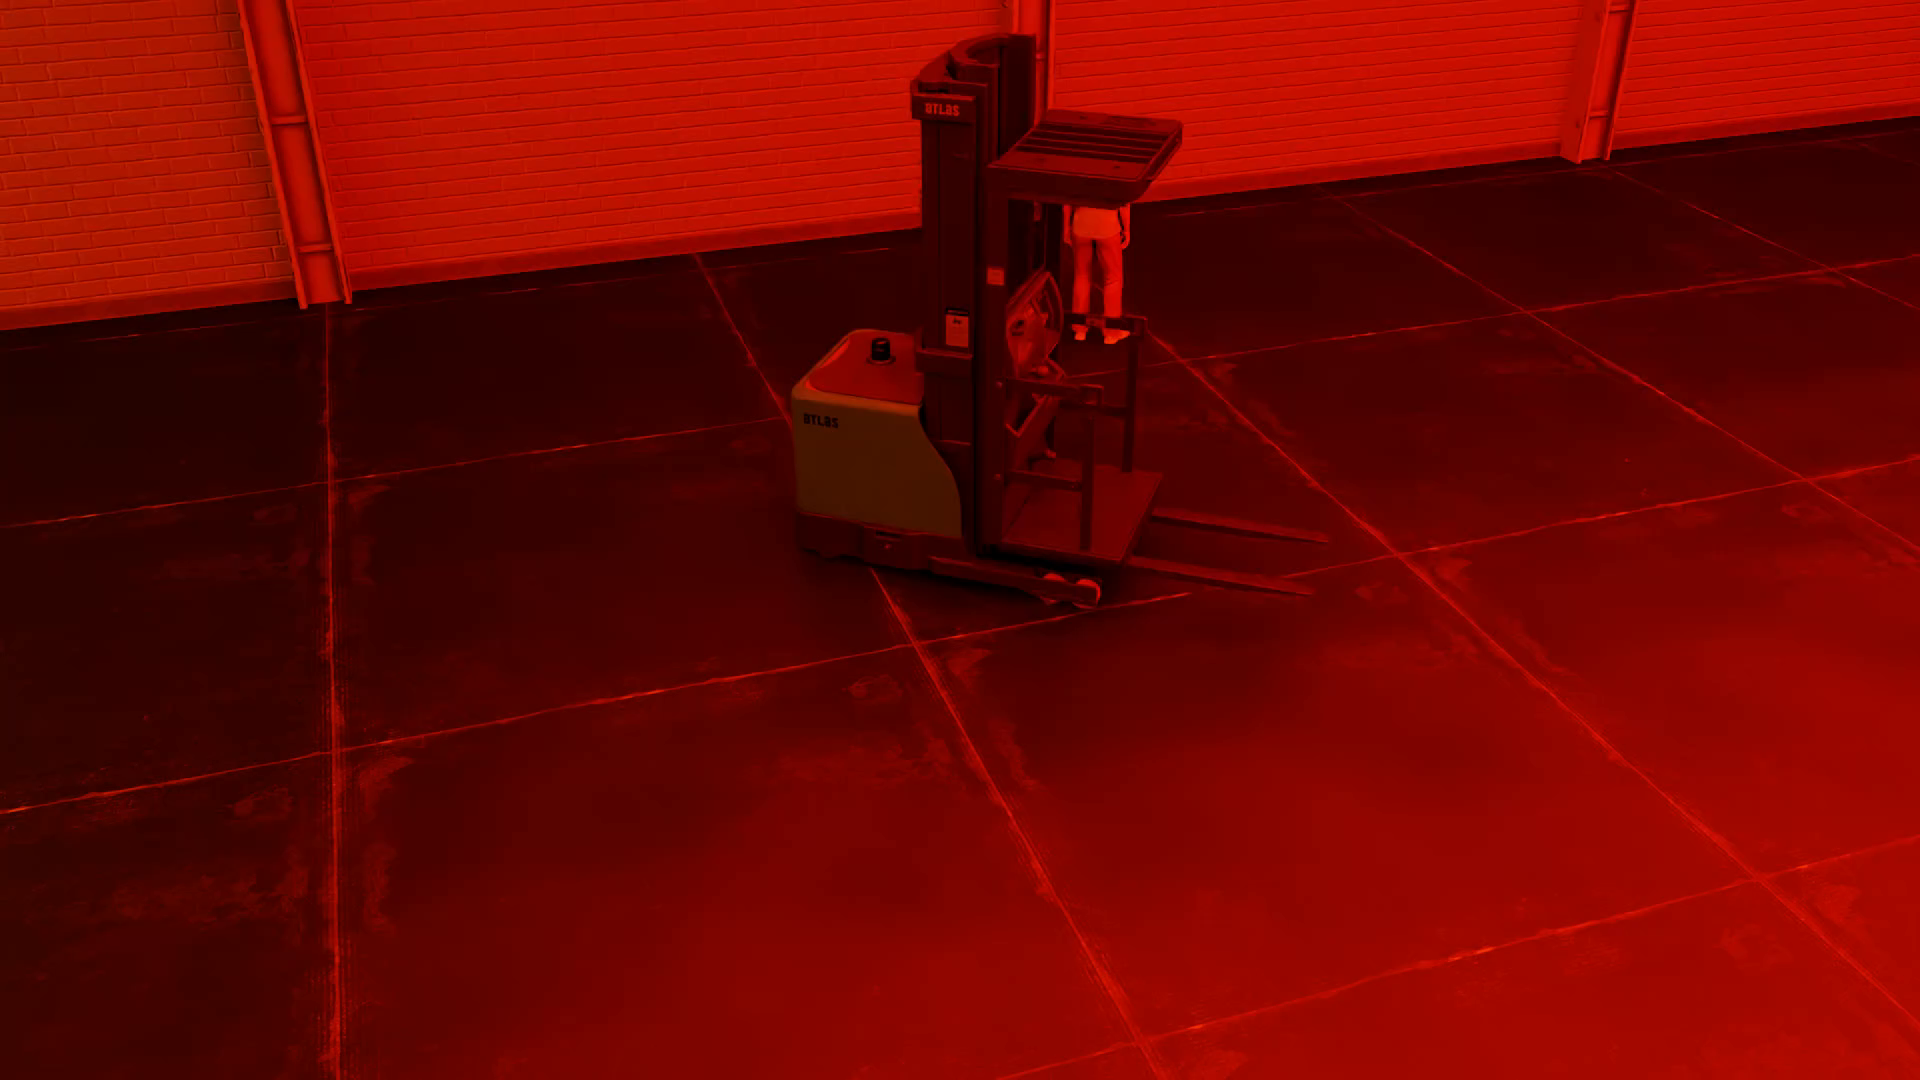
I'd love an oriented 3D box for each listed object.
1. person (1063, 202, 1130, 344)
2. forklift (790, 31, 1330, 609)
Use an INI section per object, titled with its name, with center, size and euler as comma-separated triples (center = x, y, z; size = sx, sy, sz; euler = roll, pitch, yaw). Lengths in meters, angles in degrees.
[person]
center = 1.019, -2.280, 12.313
size = 0.516, 1.671, 0.365
euler = 8, 31, 14
[forklift]
center = 0.599, -1.180, 9.137
size = 3.031, 2.935, 1.130
euler = 10, 31, 16
